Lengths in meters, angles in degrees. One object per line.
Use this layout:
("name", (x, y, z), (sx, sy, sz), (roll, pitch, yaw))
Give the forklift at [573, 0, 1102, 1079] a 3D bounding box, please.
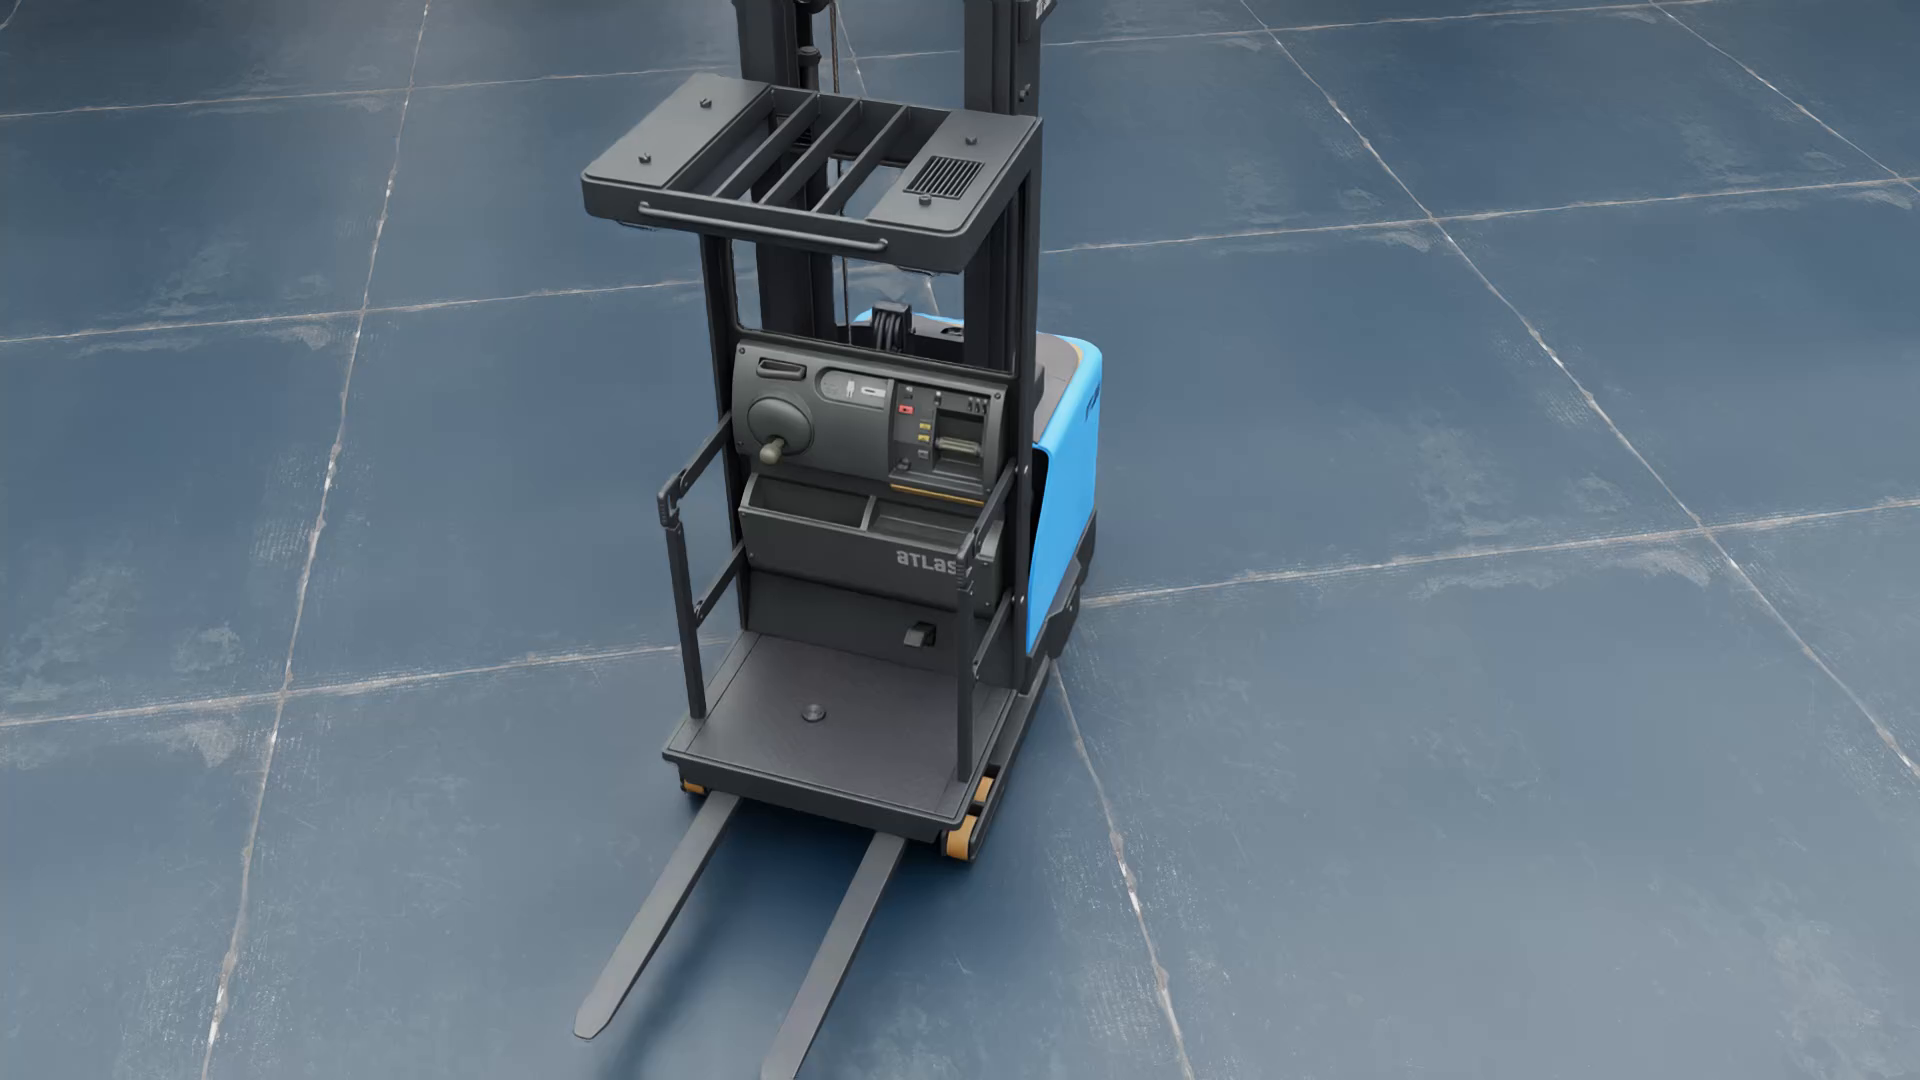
("forklift", (-0.372, -0.320, 5.273), (1.130, 2.935, 3.031), (11, 39, 14))
